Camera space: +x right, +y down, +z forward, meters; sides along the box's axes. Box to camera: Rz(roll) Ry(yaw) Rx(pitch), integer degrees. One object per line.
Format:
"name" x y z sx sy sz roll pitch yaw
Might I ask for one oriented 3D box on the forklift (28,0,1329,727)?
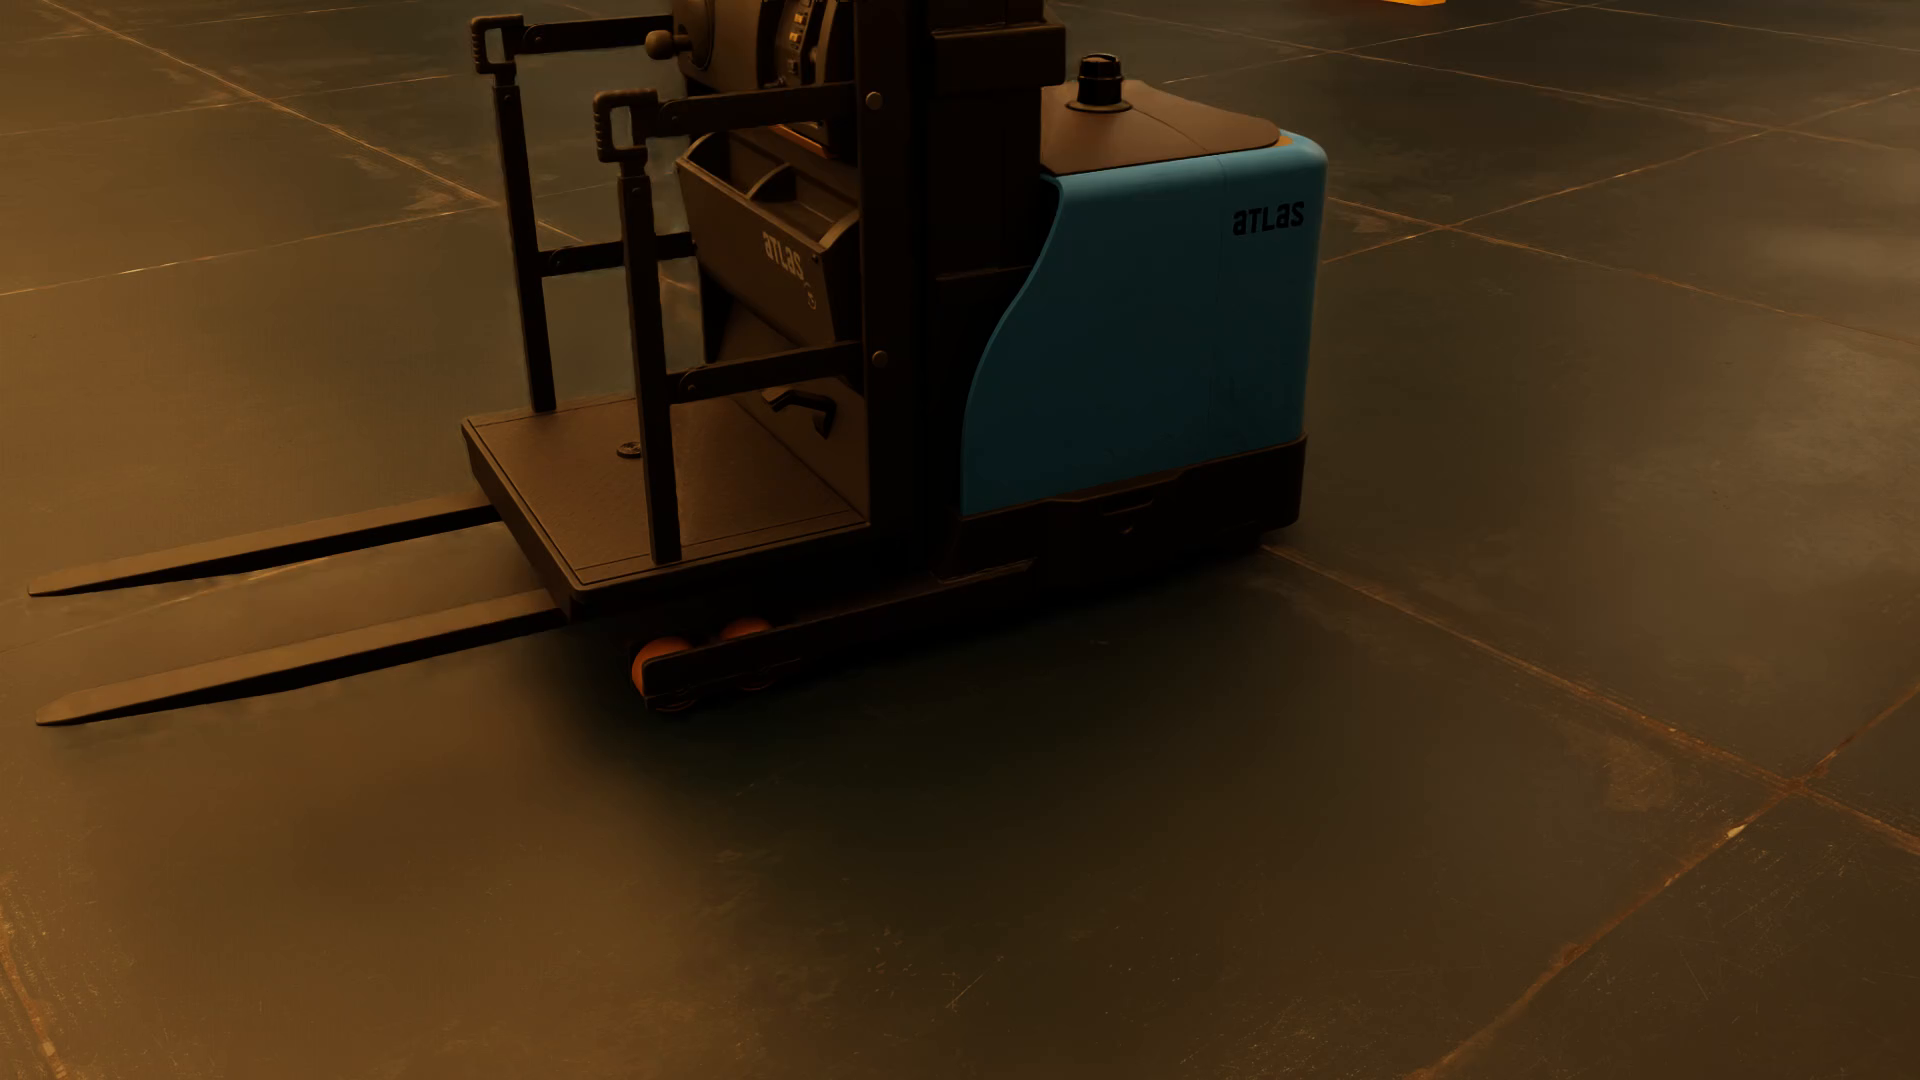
"forklift" -0.632 -1.196 3.613 3.031 2.935 1.130 -13 29 -25
